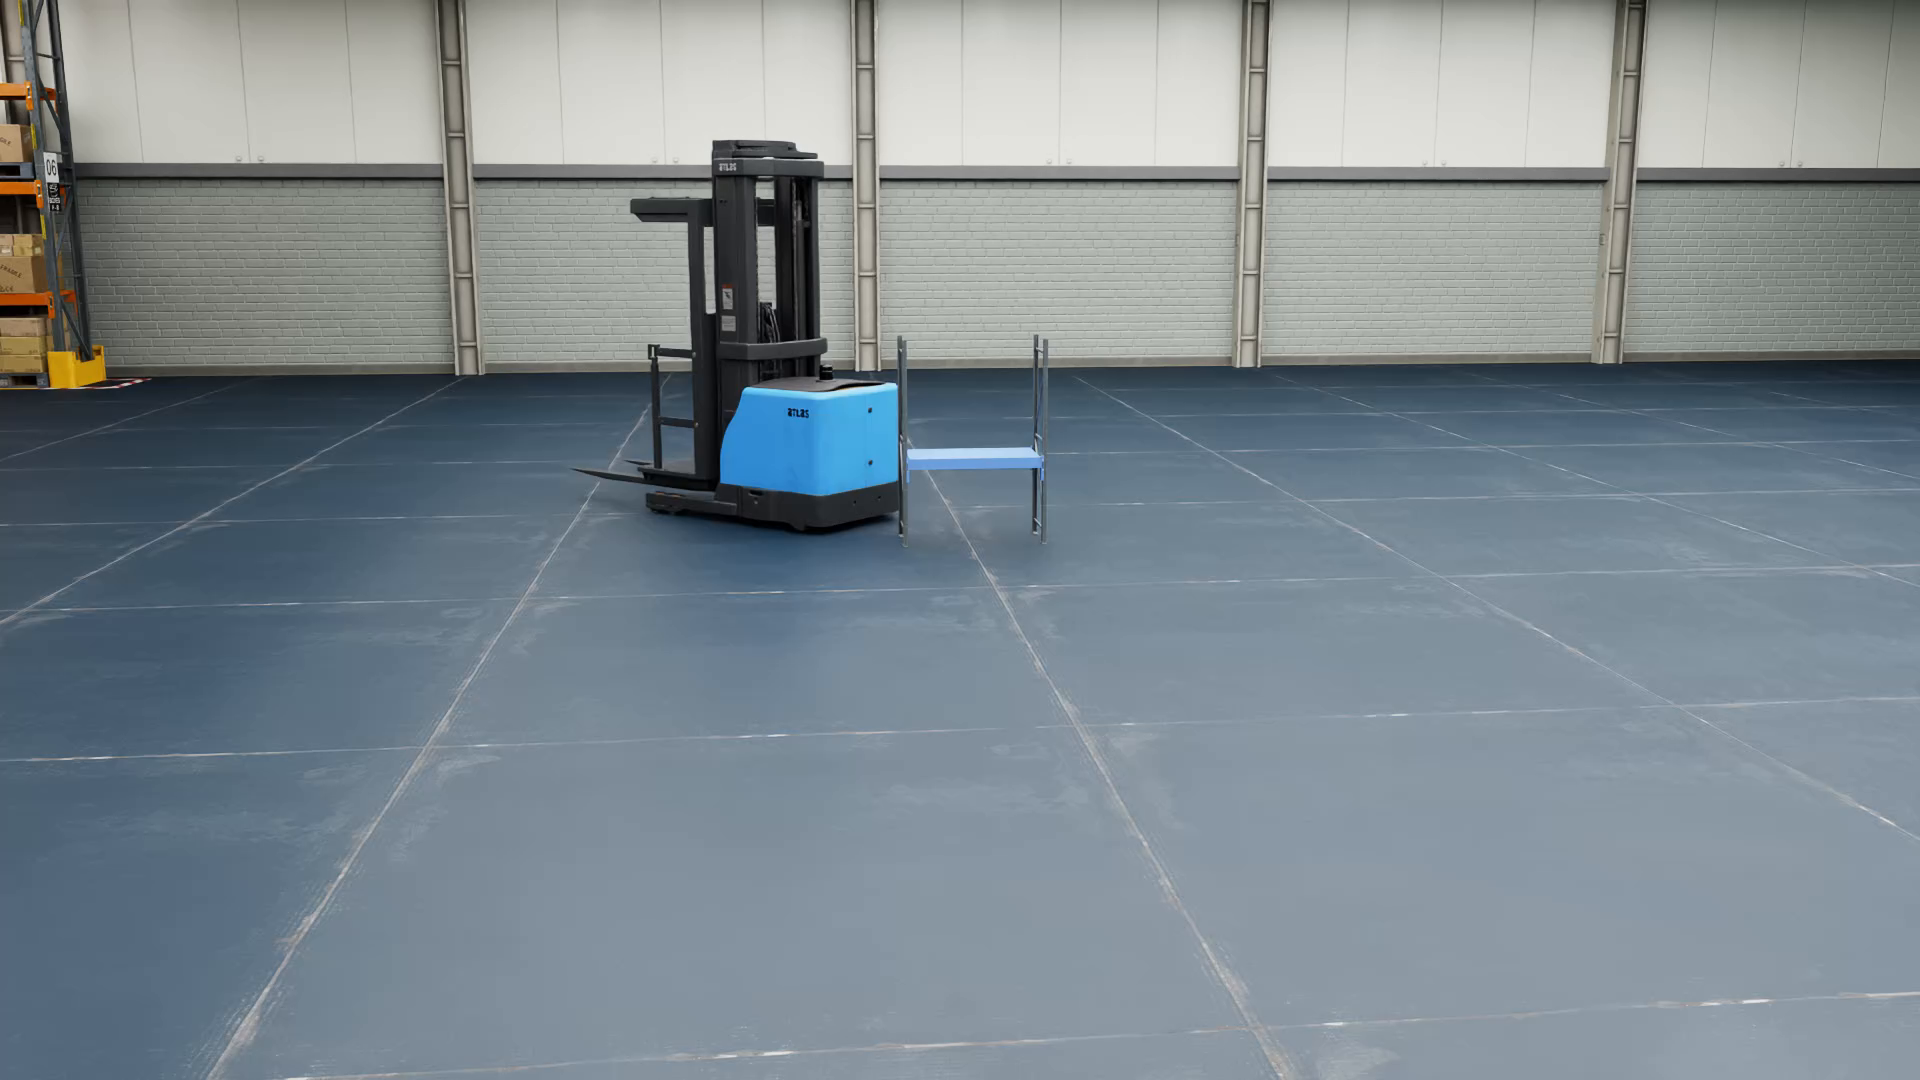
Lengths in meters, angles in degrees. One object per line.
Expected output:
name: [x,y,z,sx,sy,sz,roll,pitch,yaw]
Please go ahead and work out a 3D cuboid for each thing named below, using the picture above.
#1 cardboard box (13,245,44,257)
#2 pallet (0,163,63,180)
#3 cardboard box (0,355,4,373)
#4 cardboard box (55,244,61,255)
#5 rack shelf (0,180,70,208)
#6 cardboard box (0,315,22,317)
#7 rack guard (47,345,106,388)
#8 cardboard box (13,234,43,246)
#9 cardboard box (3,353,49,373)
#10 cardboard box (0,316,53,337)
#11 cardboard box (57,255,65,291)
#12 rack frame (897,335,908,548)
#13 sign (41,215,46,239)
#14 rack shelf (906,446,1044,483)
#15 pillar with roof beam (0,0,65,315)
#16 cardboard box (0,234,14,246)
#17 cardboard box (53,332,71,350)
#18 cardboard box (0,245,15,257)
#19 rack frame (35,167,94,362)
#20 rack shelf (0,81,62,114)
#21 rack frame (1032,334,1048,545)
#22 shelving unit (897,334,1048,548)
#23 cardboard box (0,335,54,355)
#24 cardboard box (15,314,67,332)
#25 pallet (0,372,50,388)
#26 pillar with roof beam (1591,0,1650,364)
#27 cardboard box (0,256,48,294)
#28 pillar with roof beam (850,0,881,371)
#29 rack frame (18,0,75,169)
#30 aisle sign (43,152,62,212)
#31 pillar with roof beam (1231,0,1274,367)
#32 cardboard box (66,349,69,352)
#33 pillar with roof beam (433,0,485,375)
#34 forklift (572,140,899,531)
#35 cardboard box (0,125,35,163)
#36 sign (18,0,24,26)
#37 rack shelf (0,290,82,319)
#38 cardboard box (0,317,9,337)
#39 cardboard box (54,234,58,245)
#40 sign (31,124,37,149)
cardboard box: [-12.882,-4.001,23.003,0.250,0.149,0.380,-1,11,-5]
pallet: [-13.273,-5.113,23.055,1.213,0.211,1.003,-1,11,-6]
cardboard box: [-13.496,-2.473,23.209,0.500,0.250,0.500,-1,11,-6]
cardboard box: [-12.933,-4.105,23.531,0.250,0.149,0.380,-1,11,-8]
rack shelf: [-14.556,-4.772,22.954,4.000,0.370,1.077,-1,11,-6]
cardboard box: [-13.562,-3.057,23.591,0.500,0.250,0.500,-1,11,-6]
rack guard: [-12.544,-2.469,23.629,0.348,0.500,1.175,-1,11,-6]
cardboard box: [-12.901,-4.160,23.041,0.250,0.149,0.380,-1,11,-6]
cardboard box: [-13.001,-2.481,23.252,0.500,0.250,0.500,-1,11,-6]
cardboard box: [-12.992,-2.973,23.161,0.500,0.250,0.500,-1,11,-4]
cardboard box: [-13.090,-3.787,23.595,0.500,0.500,0.500,-1,11,-4]
rack frame: [-0.421,-0.727,12.179,0.032,1.500,0.500,-1,11,-6]
sign: [-12.523,-4.275,22.720,0.005,0.325,0.100,-1,11,-6]
rack shelf: [0.085,-0.561,12.267,1.000,0.185,0.538,-1,11,-6]
pillar with roof beam: [-12.892,-5.971,19.413,0.400,9.000,9.100,-1,11,-6]
cardboard box: [-13.143,-4.149,22.985,0.250,0.149,0.380,-1,11,-6]
cardboard box: [-13.058,-2.827,23.715,0.500,0.250,0.500,-1,11,-5]
cardboard box: [-13.133,-3.990,22.947,0.250,0.149,0.380,-1,11,-5]
rack frame: [-12.568,-3.695,23.386,0.127,3.000,1.000,-1,11,-6]
rack shelf: [-14.556,-6.047,22.703,4.000,0.370,1.077,-1,11,-6]
rack frame: [0.590,-0.748,12.286,0.032,1.500,0.500,-1,11,-6]
shelving unit: [0.085,-0.738,12.232,1.048,1.500,0.538,-1,11,-6]
cardboard box: [-13.018,-2.727,23.206,0.500,0.250,0.500,-1,11,-7]
cardboard box: [-13.066,-3.068,23.648,0.500,0.250,0.500,-1,11,-7]
pallet: [-13.323,-2.303,23.533,1.213,0.211,1.003,-1,11,-6]
pillar with roof beam: [10.967,-6.471,21.956,0.400,9.000,9.100,-1,11,-6]
cardboard box: [-13.029,-3.683,23.068,0.500,0.500,0.500,-1,11,-7]
pillar with roof beam: [-0.963,-6.221,20.685,0.400,9.000,9.100,-1,11,-6]
rack frame: [-12.568,-6.638,22.807,0.127,3.000,1.000,-1,11,-6]
aisle sign: [-12.471,-4.915,22.855,0.004,0.787,0.394,-1,11,-6]
pillar with roof beam: [5.002,-6.346,21.320,0.400,9.000,9.100,-1,11,-6]
cardboard box: [-13.077,-2.579,23.749,0.500,0.250,0.500,-1,11,-6]
pillar with roof beam: [-6.927,-6.096,20.049,0.400,9.000,9.100,-1,11,-6]
forklift: [-1.934,-1.711,13.475,3.031,2.935,1.130,8,14,36]
cardboard box: [-12.981,-5.415,22.752,0.500,0.500,0.500,-1,11,-4]
sign: [-12.523,-7.031,22.178,0.005,0.325,0.100,-1,11,-6]
rack shelf: [-14.556,-3.300,23.243,4.000,0.370,1.077,-1,11,-6]
cardboard box: [-13.499,-2.961,23.101,0.500,0.250,0.500,-1,11,-5]
cardboard box: [-12.925,-4.242,23.458,0.250,0.149,0.380,-1,11,-7]
sign: [-12.523,-5.458,22.488,0.005,0.325,0.100,-1,11,-6]
